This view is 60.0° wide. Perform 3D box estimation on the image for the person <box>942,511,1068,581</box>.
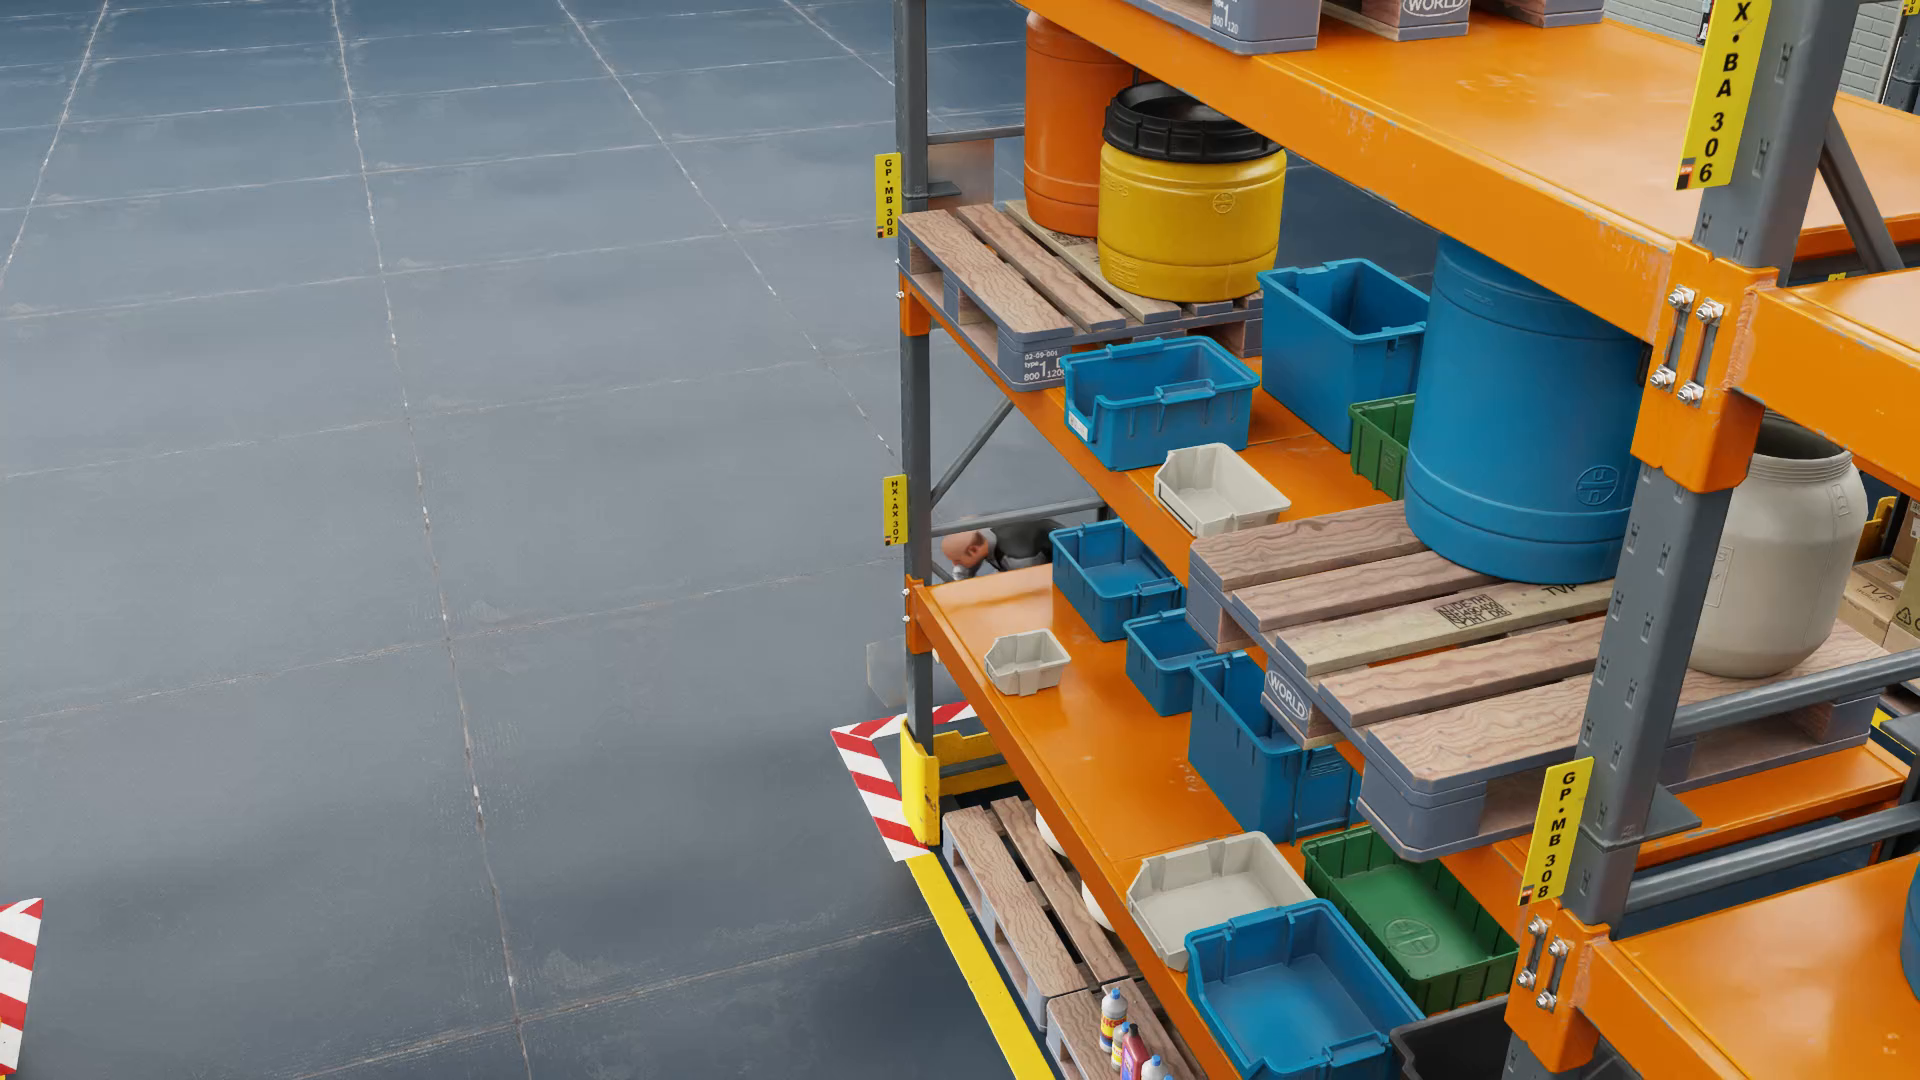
[{"bbox_3d":[0.267,0.250,8.714,0.916,0.959,0.506,-15,33,-25],"label":"person"}]
